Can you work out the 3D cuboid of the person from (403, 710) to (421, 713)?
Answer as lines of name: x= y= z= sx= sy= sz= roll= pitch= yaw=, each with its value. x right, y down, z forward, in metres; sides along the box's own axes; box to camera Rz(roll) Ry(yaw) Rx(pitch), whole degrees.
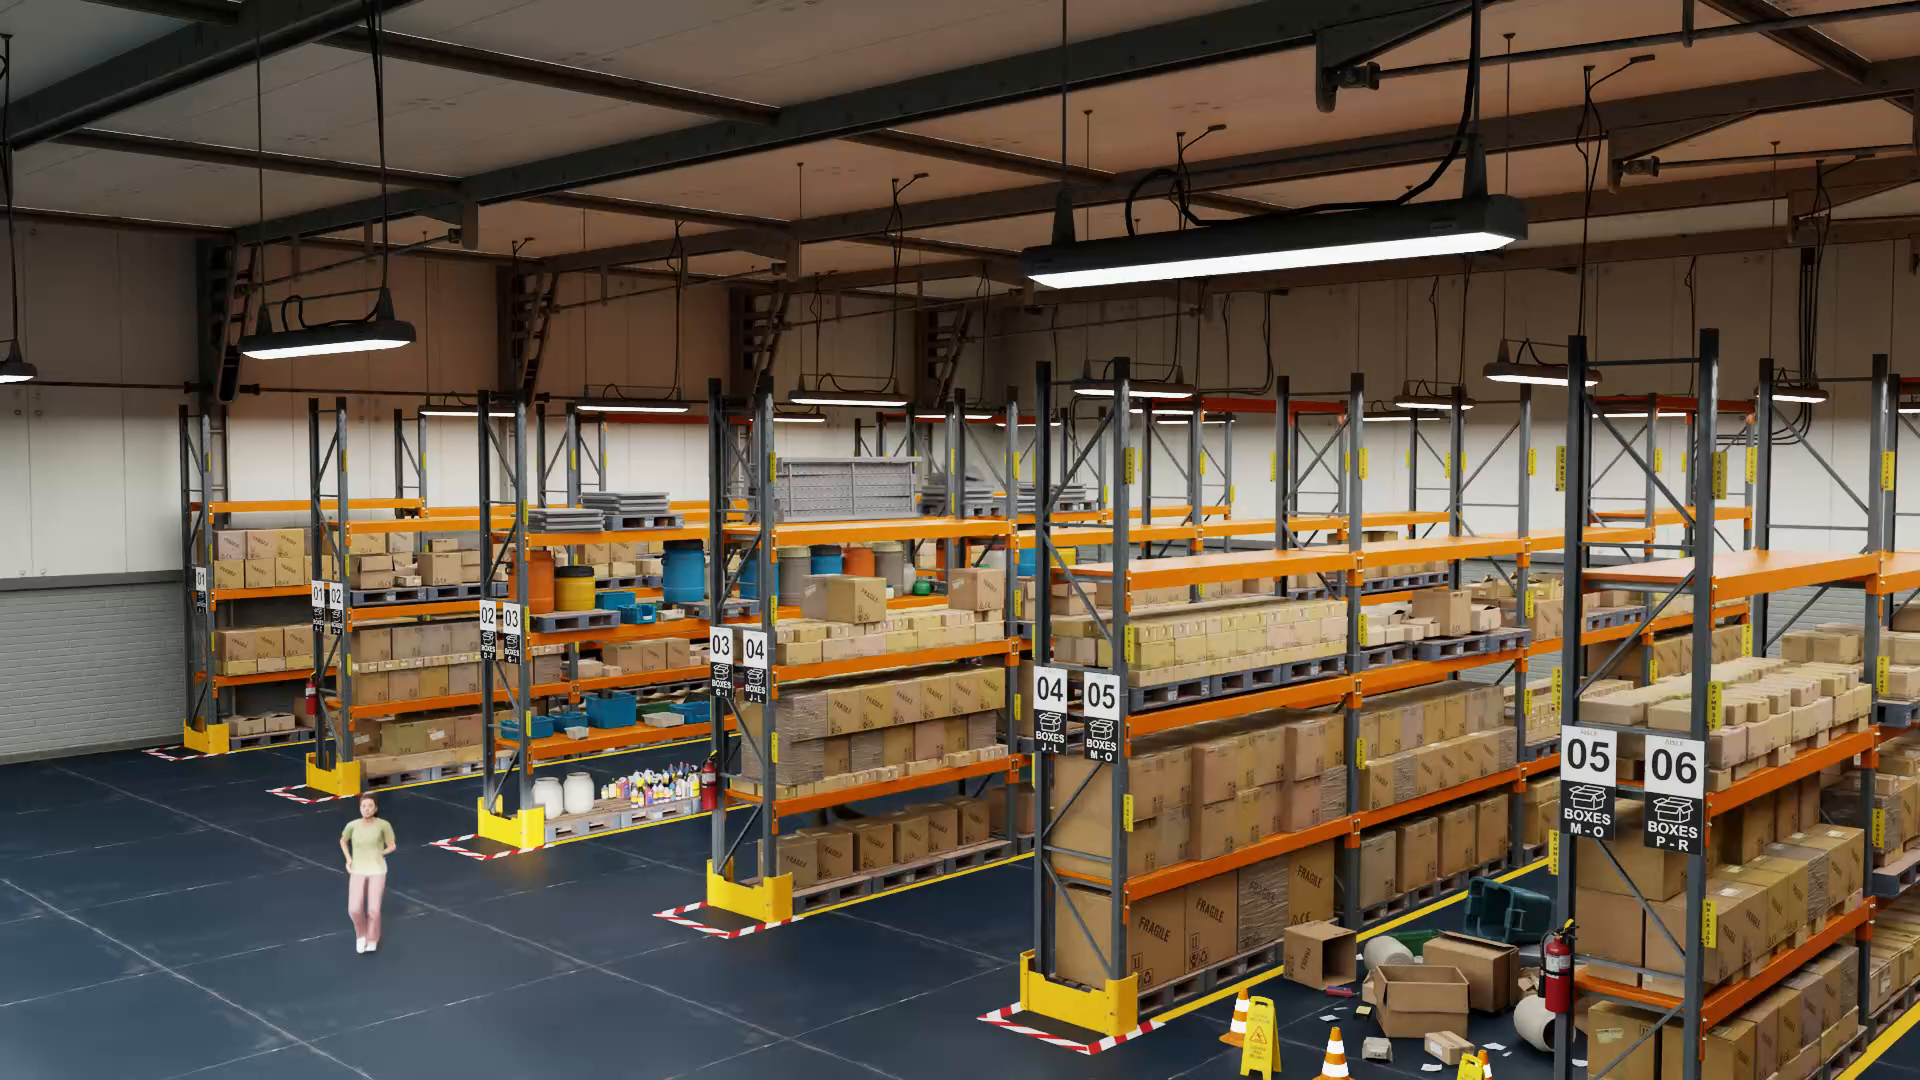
person: x=-9.327 y=2.859 z=28.075 sx=0.605 sy=1.659 sz=0.535 roll=2 pitch=4 yaw=32

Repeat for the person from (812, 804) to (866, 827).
person: x=-1.651 y=3.145 z=21.807 sx=0.720 sy=1.737 sz=0.917 roll=3 pitch=4 yaw=43

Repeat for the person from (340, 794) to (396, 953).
person: x=-6.079 y=3.432 z=17.050 sx=0.566 sy=1.637 sz=0.562 roll=-1 pitch=3 yaw=-14
